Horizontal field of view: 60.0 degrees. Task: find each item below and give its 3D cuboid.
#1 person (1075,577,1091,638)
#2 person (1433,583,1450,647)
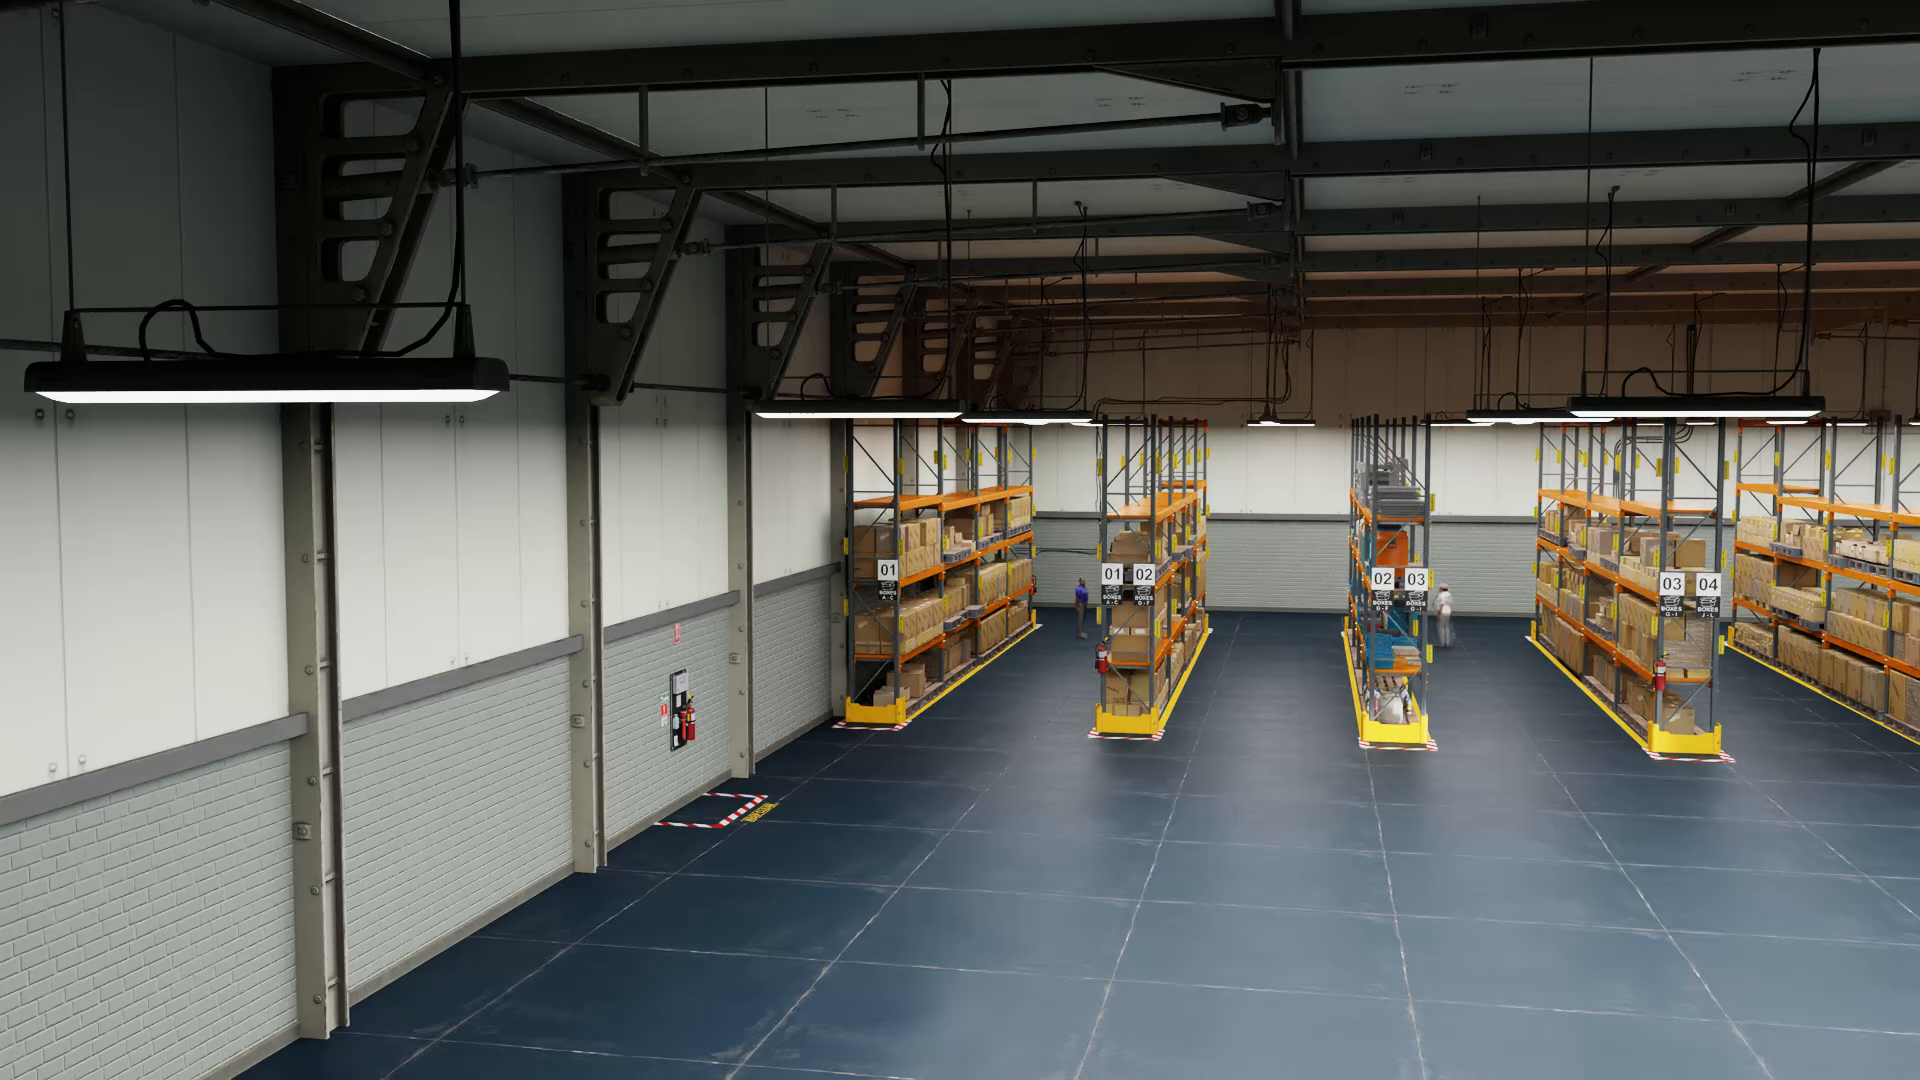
[{"bbox_3d":[3.426,1.851,45.866,0.488,1.674,0.533,-4,5,-45],"label":"person"},{"bbox_3d":[12.684,1.973,43.762,0.387,1.668,0.554,3,5,34],"label":"person"}]
